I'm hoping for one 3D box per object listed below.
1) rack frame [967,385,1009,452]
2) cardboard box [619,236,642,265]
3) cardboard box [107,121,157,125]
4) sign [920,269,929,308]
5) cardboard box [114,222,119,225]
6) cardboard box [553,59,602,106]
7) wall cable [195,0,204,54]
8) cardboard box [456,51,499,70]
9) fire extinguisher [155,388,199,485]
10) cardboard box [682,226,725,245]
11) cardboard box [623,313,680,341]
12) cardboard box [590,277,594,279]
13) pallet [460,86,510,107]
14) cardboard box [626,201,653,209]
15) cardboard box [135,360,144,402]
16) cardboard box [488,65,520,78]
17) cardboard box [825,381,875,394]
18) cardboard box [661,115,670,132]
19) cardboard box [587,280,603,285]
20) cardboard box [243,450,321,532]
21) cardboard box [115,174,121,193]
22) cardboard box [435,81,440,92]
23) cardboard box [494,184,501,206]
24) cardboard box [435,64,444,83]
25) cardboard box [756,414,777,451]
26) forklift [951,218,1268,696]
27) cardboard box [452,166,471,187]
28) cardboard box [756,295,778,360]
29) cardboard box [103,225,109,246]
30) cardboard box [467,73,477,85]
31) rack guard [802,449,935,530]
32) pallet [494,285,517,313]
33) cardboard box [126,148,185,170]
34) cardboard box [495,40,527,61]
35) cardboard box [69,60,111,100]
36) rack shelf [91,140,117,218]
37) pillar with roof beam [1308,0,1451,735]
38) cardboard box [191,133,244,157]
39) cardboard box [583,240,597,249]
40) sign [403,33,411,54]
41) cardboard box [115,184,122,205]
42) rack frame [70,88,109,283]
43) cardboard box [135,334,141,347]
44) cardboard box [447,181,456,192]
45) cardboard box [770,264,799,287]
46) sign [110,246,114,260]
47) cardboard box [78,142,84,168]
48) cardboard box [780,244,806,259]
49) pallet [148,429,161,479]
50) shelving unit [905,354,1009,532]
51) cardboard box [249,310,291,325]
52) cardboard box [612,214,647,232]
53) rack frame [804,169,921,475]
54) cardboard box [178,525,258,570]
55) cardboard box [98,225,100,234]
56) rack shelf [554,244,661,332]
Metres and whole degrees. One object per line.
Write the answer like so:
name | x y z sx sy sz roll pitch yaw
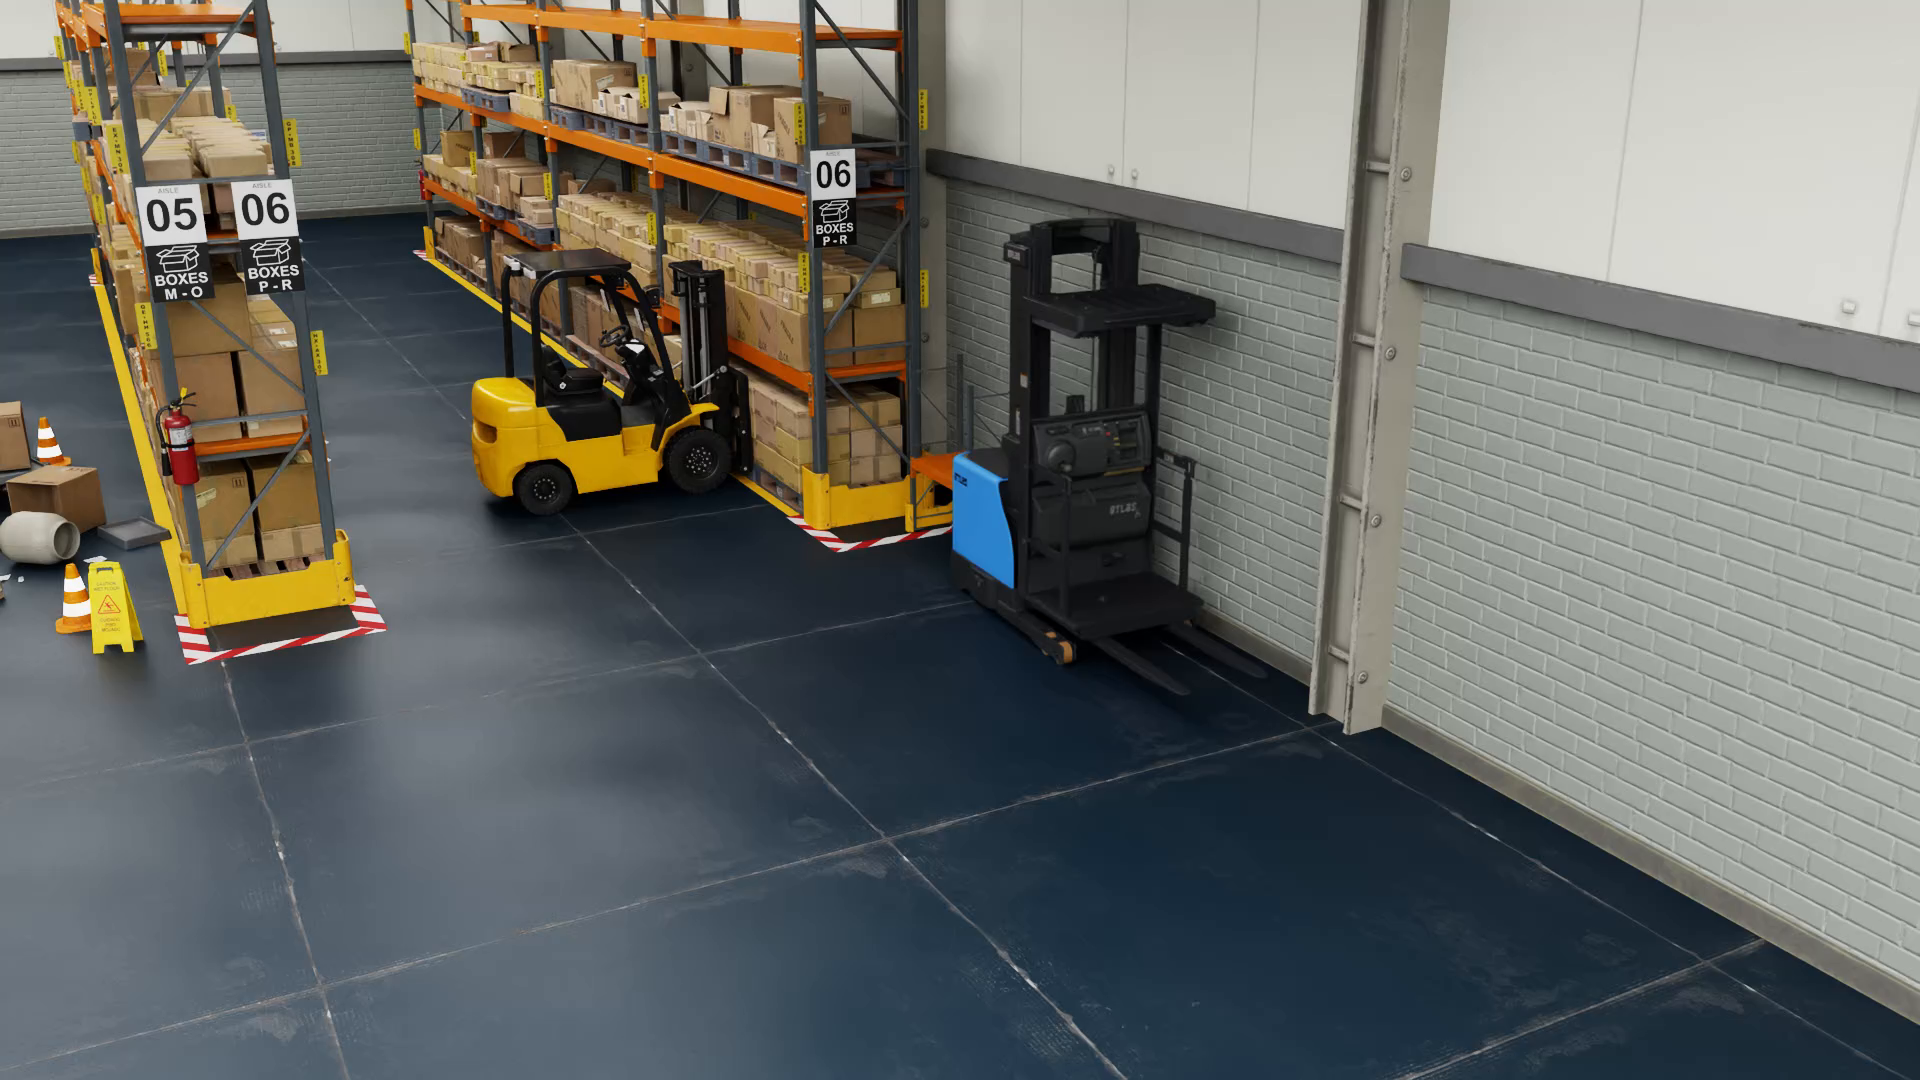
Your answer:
rack frame | 0.282 -0.539 13.393 0.500 1.500 0.032 -10 21 -27
cardboard box | -3.418 -3.206 18.287 0.500 0.250 0.500 -11 22 -28
cardboard box | -7.065 -3.488 14.204 0.380 0.149 0.250 -9 21 -25
sign | -0.319 -2.175 14.388 0.100 0.325 0.005 -10 21 -27
cardboard box | -8.223 -2.948 16.822 0.500 0.500 0.500 -11 22 -29
cardboard box | -4.479 -5.406 19.651 0.500 0.500 0.500 -10 21 -26
wall cable | -12.591 -10.447 30.553 2.988 3.039 0.133 -10 21 -27
cardboard box | -6.960 -6.921 23.998 0.500 0.250 0.500 -10 21 -27
fire extinguisher | -5.528 -0.734 11.777 0.296 0.674 0.183 -10 21 -27
cardboard box | -2.600 -3.091 16.887 0.380 0.149 0.250 -10 21 -26
cardboard box | -3.329 -2.240 19.022 0.875 0.625 0.625 -10 22 -27
cardboard box | -4.685 -3.543 21.993 0.380 0.149 0.250 -9 21 -25
pallet | -6.260 -6.220 23.248 1.213 0.211 1.003 -10 21 -27
cardboard box | -3.751 -3.944 19.816 0.380 0.149 0.250 -10 21 -27
cardboard box | -8.358 -1.753 17.997 0.950 0.372 0.625 -10 22 -28
cardboard box | -6.080 -6.262 22.213 0.380 0.149 0.250 -10 21 -26
cardboard box | -1.112 -1.326 15.414 0.500 0.250 0.500 -10 21 -27
cardboard box | -2.764 -4.162 16.583 0.380 0.149 0.250 -9 21 -26
cardboard box | -4.562 -3.122 21.769 0.500 0.500 0.500 -9 21 -25
cardboard box | -5.328 -0.409 13.139 0.500 0.500 0.500 -11 22 -28
cardboard box | -6.387 -2.905 13.126 0.500 0.250 0.500 -10 21 -26
cardboard box | -7.818 -6.954 25.472 0.380 0.149 0.250 -10 21 -27
cardboard box | -6.186 -4.766 22.906 0.396 0.266 0.258 -9 21 -24
cardboard box | -7.680 -7.119 25.339 0.500 0.250 0.500 -10 22 -28
cardboard box | -1.545 -1.016 15.283 0.500 0.250 0.500 -10 22 -27
forklift | 1.039 -0.678 11.602 1.130 2.935 3.031 -9 21 -25
cardboard box | -7.441 -5.554 25.402 0.500 0.250 0.500 -10 21 -27
cardboard box | -1.513 -1.942 15.009 0.500 0.500 0.500 -9 21 -25
cardboard box | -9.676 -3.583 19.379 0.500 0.250 0.500 -11 22 -28
cardboard box | -6.624 -6.407 23.090 0.380 0.149 0.250 -10 21 -26
rack guard | -0.799 -0.456 14.686 1.175 0.500 0.348 -10 21 -27
pallet | -6.089 -3.543 24.076 1.003 0.211 1.213 -10 21 -27
cardboard box | -5.823 -2.752 12.073 0.380 0.149 0.250 -10 22 -27
cardboard box | -6.303 -6.893 23.408 0.396 0.266 0.258 -10 22 -27
cardboard box | -10.712 -5.685 20.612 0.500 0.500 0.500 -10 22 -28
rack shelf | -8.026 -3.675 16.686 1.077 0.370 4.000 -10 21 -27
pillar with roof beam | -1.287 -2.430 7.379 9.100 9.000 0.400 -10 21 -27
cardboard box | -5.861 -3.126 13.156 0.380 0.149 0.250 -9 21 -26
cardboard box | -4.128 -3.413 19.653 0.500 0.250 0.500 -11 22 -28
sign | -8.885 -7.984 26.733 0.100 0.325 0.005 -10 21 -27
cardboard box | -6.609 -2.811 13.465 0.380 0.149 0.250 -10 22 -28
rack frame | -12.774 -5.467 25.377 1.000 3.000 0.127 -10 21 -27
cardboard box | -7.112 -2.041 14.838 0.500 0.500 0.500 -10 21 -27
cardboard box | -7.782 -5.532 25.949 0.380 0.149 0.250 -9 21 -25
cardboard box | -1.458 -2.346 14.727 0.380 0.149 0.250 -9 21 -25
sign | -7.563 -2.483 14.953 0.100 0.325 0.005 -10 21 -27
cardboard box | -12.546 -5.658 24.244 0.500 0.500 0.500 -11 22 -28
cardboard box | -1.491 -2.717 15.802 0.380 0.149 0.250 -10 21 -26
pallet | -7.447 -0.928 16.496 1.003 0.211 1.213 -10 21 -27
shelving unit | 0.036 -0.687 13.823 0.587 1.500 1.083 -10 21 -27
cardboard box | -5.649 -1.535 13.373 0.500 0.500 0.500 -10 22 -28
cardboard box | -3.700 -3.572 18.738 0.380 0.149 0.250 -10 21 -26
rack frame | -0.810 -1.644 14.298 1.000 3.000 0.127 -10 21 -27
cardboard box | -5.809 0.030 13.018 0.500 0.250 0.500 -10 21 -27
cardboard box | -10.898 -4.081 21.590 0.500 0.250 0.500 -11 22 -28
rack shelf | -3.659 -3.027 19.407 1.077 0.370 4.000 -10 21 -27
